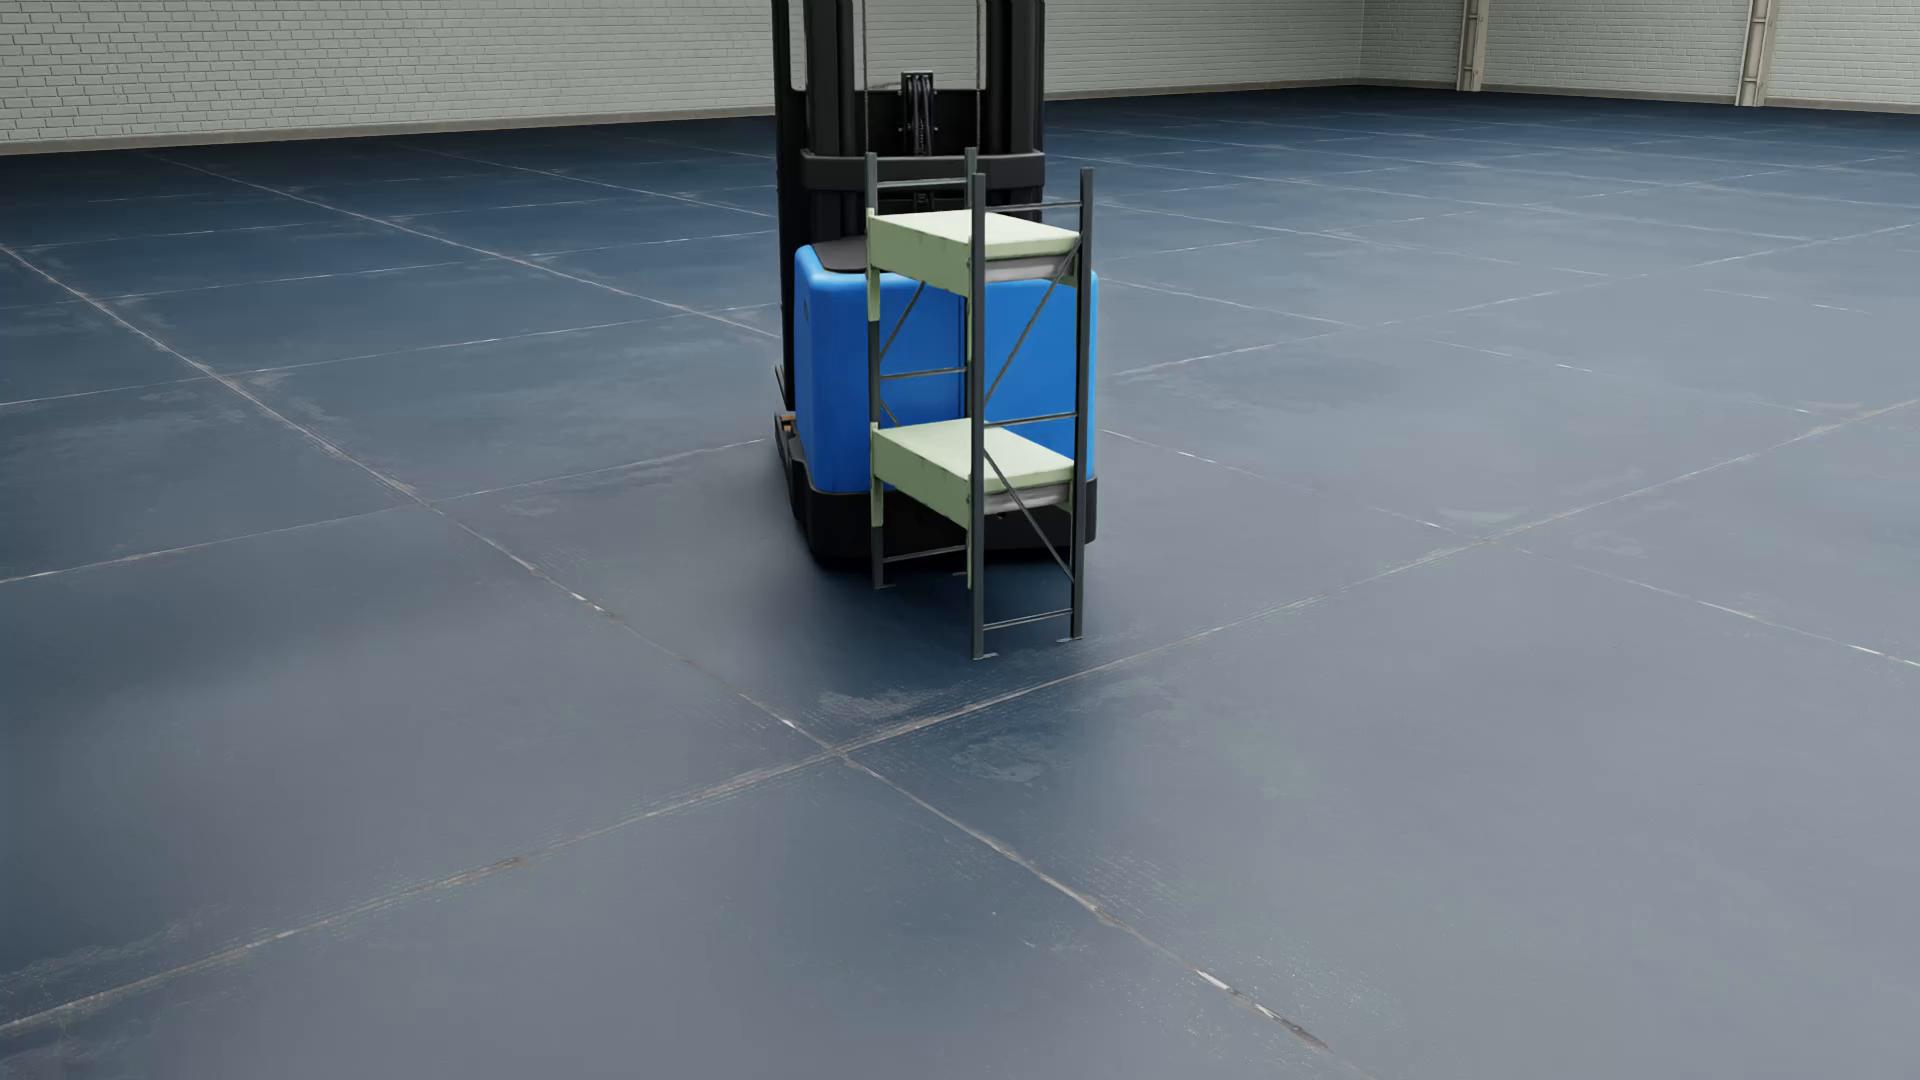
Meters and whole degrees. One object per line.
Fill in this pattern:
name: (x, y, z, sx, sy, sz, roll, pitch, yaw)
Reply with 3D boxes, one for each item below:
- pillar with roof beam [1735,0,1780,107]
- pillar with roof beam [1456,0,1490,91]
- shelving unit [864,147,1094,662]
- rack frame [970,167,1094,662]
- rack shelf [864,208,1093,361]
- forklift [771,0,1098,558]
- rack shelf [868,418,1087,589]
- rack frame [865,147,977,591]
pillar with roof beam: (10.933, -11.302, 26.178, 9.100, 9.000, 0.400, -14, 23, -36)
pillar with roof beam: (7.208, -12.780, 30.642, 9.100, 9.000, 0.400, -14, 23, -36)
shelving unit: (0.044, -0.463, 5.375, 0.431, 1.500, 0.755, -9, 21, -26)
rack frame: (0.214, -0.361, 5.068, 0.400, 1.500, 0.023, -9, 21, -26)
rack shelf: (0.044, -0.834, 5.253, 0.431, 0.370, 0.720, -9, 21, -26)
forklift: (-0.244, -1.749, 6.983, 1.130, 2.935, 3.031, -3, 19, -9)
rack shelf: (0.044, -0.154, 5.478, 0.431, 0.370, 0.720, -9, 21, -26)
rack frame: (-0.127, -0.565, 5.683, 0.400, 1.500, 0.023, -9, 21, -26)
